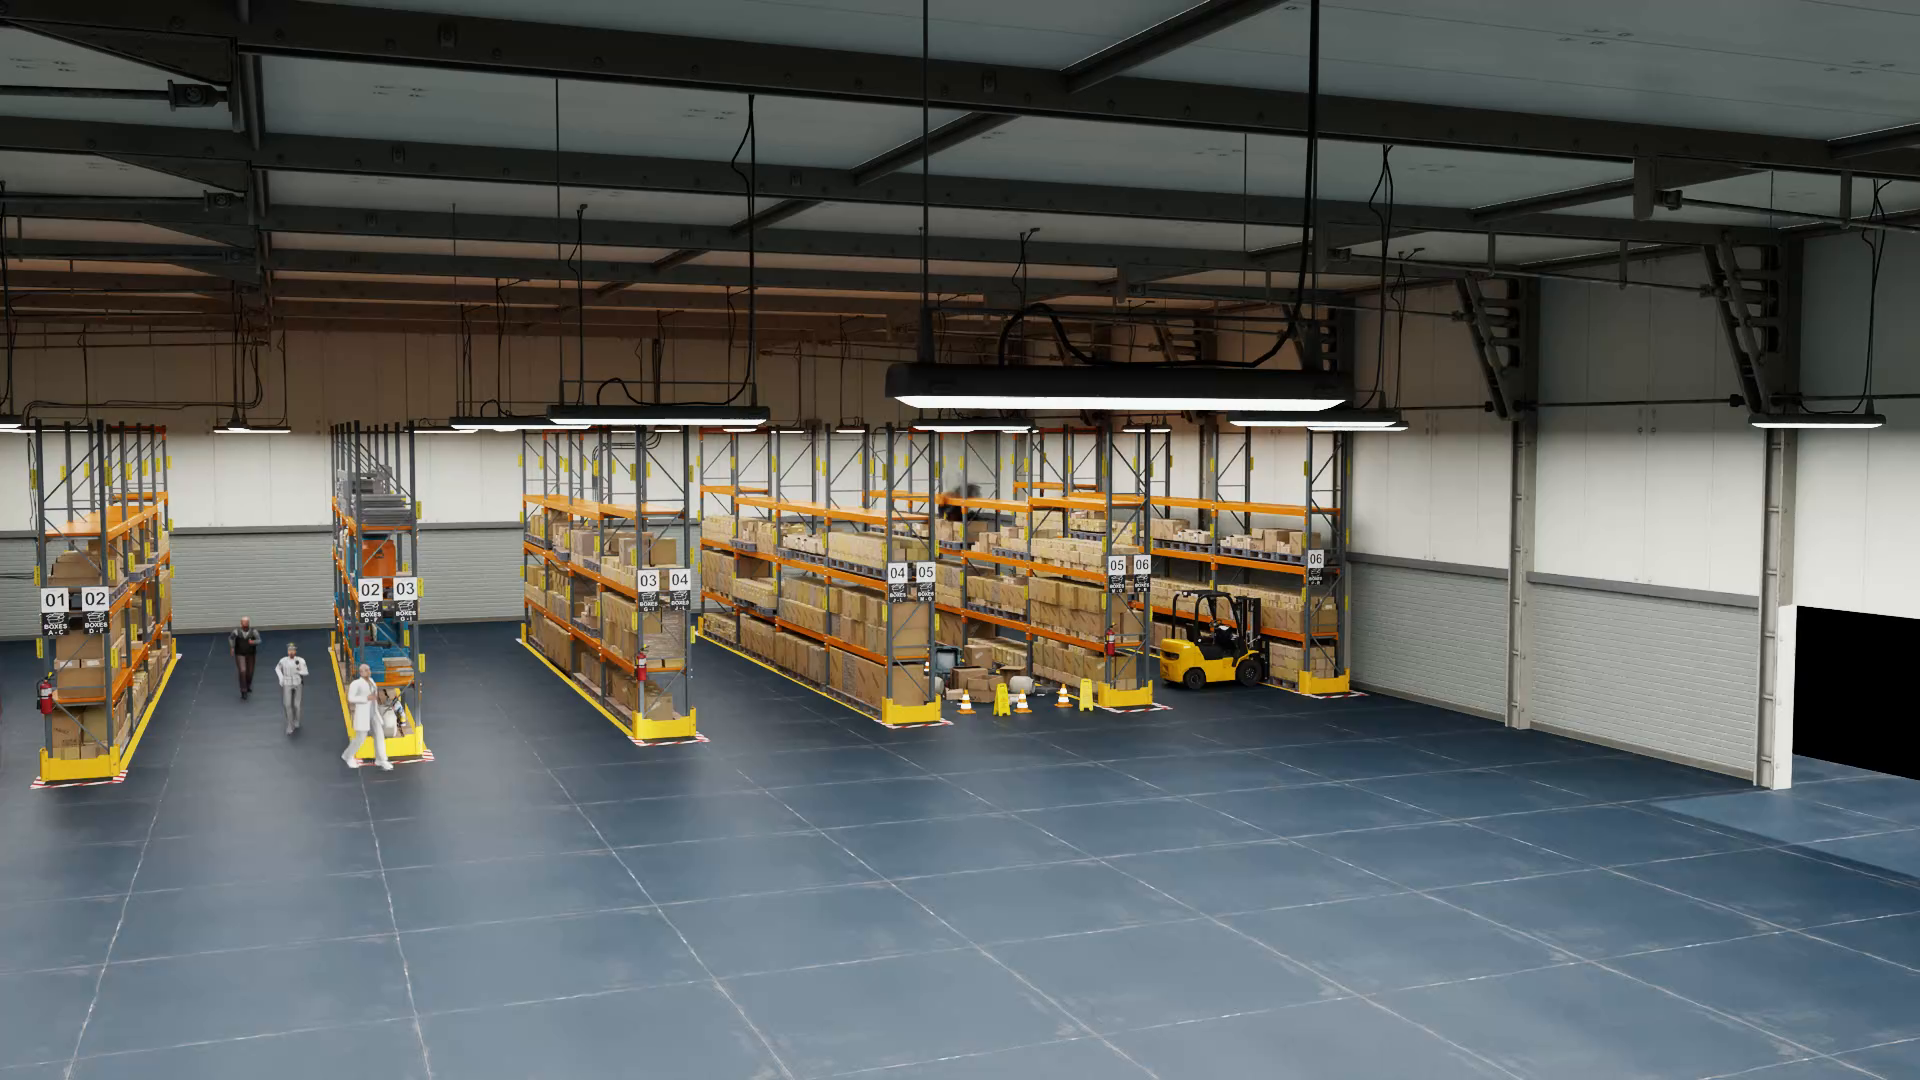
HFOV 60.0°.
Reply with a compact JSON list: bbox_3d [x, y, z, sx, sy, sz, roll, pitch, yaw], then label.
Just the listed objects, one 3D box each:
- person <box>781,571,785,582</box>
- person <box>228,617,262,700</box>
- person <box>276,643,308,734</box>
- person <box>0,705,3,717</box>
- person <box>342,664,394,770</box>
[{"bbox_3d":[-5.412,1.793,50.274,0.697,1.690,0.573,-1,4,-18],"label":"person"},{"bbox_3d":[-15.678,2.566,36.502,0.638,1.755,0.874,-2,4,-32],"label":"person"},{"bbox_3d":[-12.942,2.862,32.234,0.593,1.753,0.695,-1,4,-21],"label":"person"},{"bbox_3d":[-16.003,3.144,27.099,0.715,1.777,1.054,-2,4,-30],"label":"person"},{"bbox_3d":[-10.195,3.034,28.513,0.932,1.804,0.711,2,4,25],"label":"person"}]
